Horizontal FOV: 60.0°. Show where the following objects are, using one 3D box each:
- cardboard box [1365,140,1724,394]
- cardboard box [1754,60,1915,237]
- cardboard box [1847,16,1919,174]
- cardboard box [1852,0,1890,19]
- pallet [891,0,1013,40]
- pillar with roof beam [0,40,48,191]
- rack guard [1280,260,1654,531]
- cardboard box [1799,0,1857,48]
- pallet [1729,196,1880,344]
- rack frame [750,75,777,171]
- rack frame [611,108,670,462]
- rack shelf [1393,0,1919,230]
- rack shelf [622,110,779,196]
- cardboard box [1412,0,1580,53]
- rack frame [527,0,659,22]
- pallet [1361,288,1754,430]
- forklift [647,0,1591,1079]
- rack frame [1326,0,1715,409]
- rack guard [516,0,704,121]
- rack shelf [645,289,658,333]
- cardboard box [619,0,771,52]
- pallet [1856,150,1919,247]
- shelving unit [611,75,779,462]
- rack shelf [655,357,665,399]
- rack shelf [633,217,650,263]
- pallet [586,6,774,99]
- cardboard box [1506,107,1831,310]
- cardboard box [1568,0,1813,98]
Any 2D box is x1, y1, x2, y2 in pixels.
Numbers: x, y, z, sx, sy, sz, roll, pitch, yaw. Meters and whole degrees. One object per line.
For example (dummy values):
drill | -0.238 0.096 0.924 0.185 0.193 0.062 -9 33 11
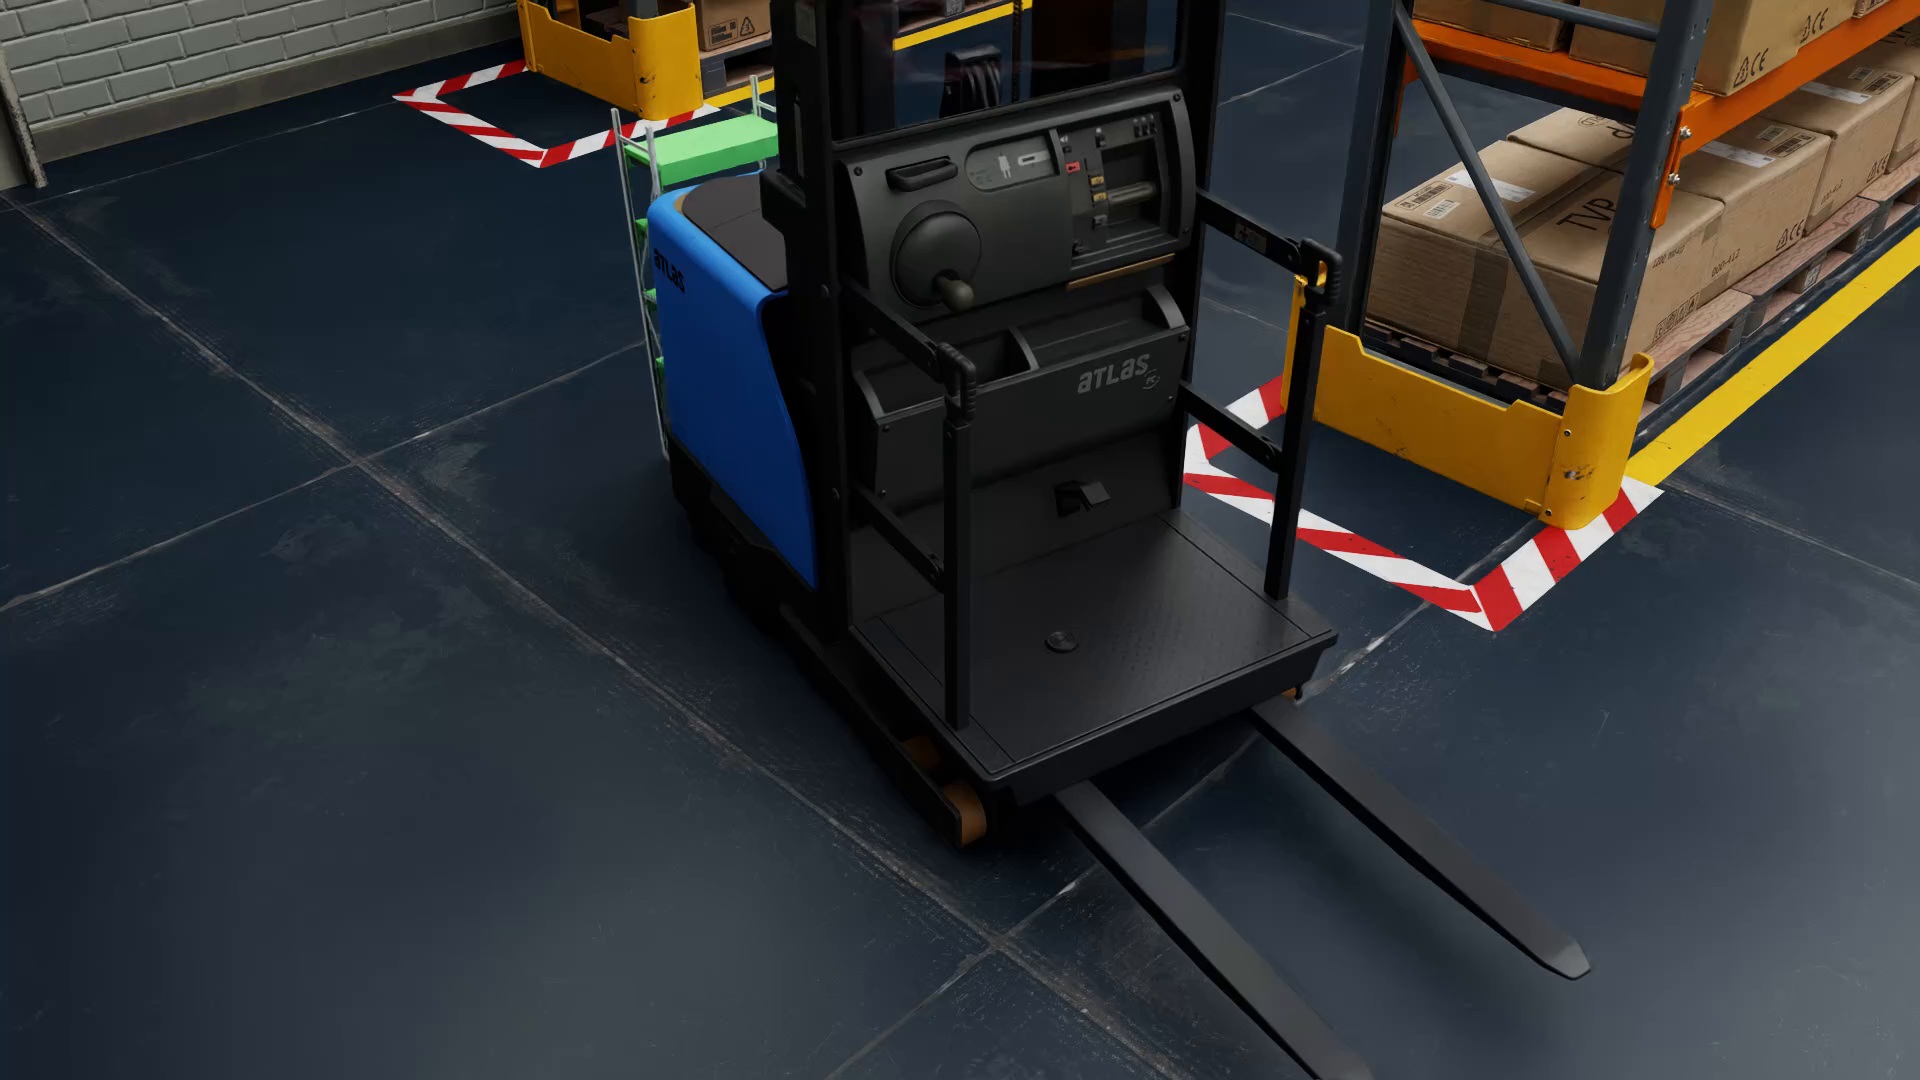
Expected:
cardboard box | 2.063 -0.990 5.920 0.875 0.438 0.875 28 44 34
cardboard box | 3.338 -1.730 6.981 0.875 0.438 0.875 28 44 34
cardboard box | 3.969 -2.094 7.503 0.875 0.438 0.875 29 44 35
cardboard box | 2.919 -2.096 5.546 0.500 0.500 0.500 29 44 35
pallet | -0.382 -3.263 9.744 1.003 0.211 1.213 30 45 35
pillar with roof beam | -1.341 -3.554 2.479 9.100 9.000 0.400 30 45 35
rack guard | 1.652 -0.525 5.566 1.175 0.500 0.348 30 45 35
cardboard box | 2.547 -1.897 5.260 0.500 0.500 0.500 29 44 35
pallet | 3.036 -1.265 6.880 1.003 0.211 1.213 30 45 35
rack frame | -0.564 -0.913 5.496 0.015 1.200 0.240 -23 37 -30
rack frame | -0.953 -0.745 5.255 0.015 1.200 0.240 -23 37 -30
rack shelf | 3.078 -2.077 6.235 1.077 0.370 4.000 30 45 35
rack shelf | -0.775 -1.182 5.156 0.480 0.148 0.258 -23 37 -30
cardboard box | 1.821 -1.904 5.270 0.500 0.500 0.500 -30 45 -35
rack frame | -1.856 -3.559 7.731 1.000 3.000 0.127 30 45 35
pallet | 2.177 -0.772 6.173 1.003 0.211 1.213 30 45 35
forklift | 0.276 -0.744 3.754 1.130 2.935 3.031 -19 39 -25
rack frame | 1.669 -1.560 4.865 1.000 3.000 0.127 30 45 35
rack guard | -1.803 -2.565 8.490 1.175 0.500 0.348 30 45 35
rack shelf | -0.756 -0.775 5.410 0.480 0.148 0.258 -23 37 -30
cardboard box | -1.358 -2.918 8.626 0.797 0.503 0.637 28 43 34
pallet | 3.896 -1.763 7.593 1.003 0.211 1.213 30 45 35
shelving unit | -0.758 -0.829 5.376 0.503 1.200 0.258 -23 37 -30
rack shelf | -0.747 -0.571 5.536 0.480 0.148 0.258 -23 37 -30
rack shelf | -0.765 -0.979 5.283 0.480 0.148 0.258 -23 37 -30
pallet | -1.242 -2.770 9.038 1.003 0.211 1.213 30 45 35
cardboard box | 2.702 -1.365 6.457 0.875 0.438 0.875 -29 44 -34
cardboard box | 2.211 -1.680 4.950 0.500 0.500 0.500 29 44 35
